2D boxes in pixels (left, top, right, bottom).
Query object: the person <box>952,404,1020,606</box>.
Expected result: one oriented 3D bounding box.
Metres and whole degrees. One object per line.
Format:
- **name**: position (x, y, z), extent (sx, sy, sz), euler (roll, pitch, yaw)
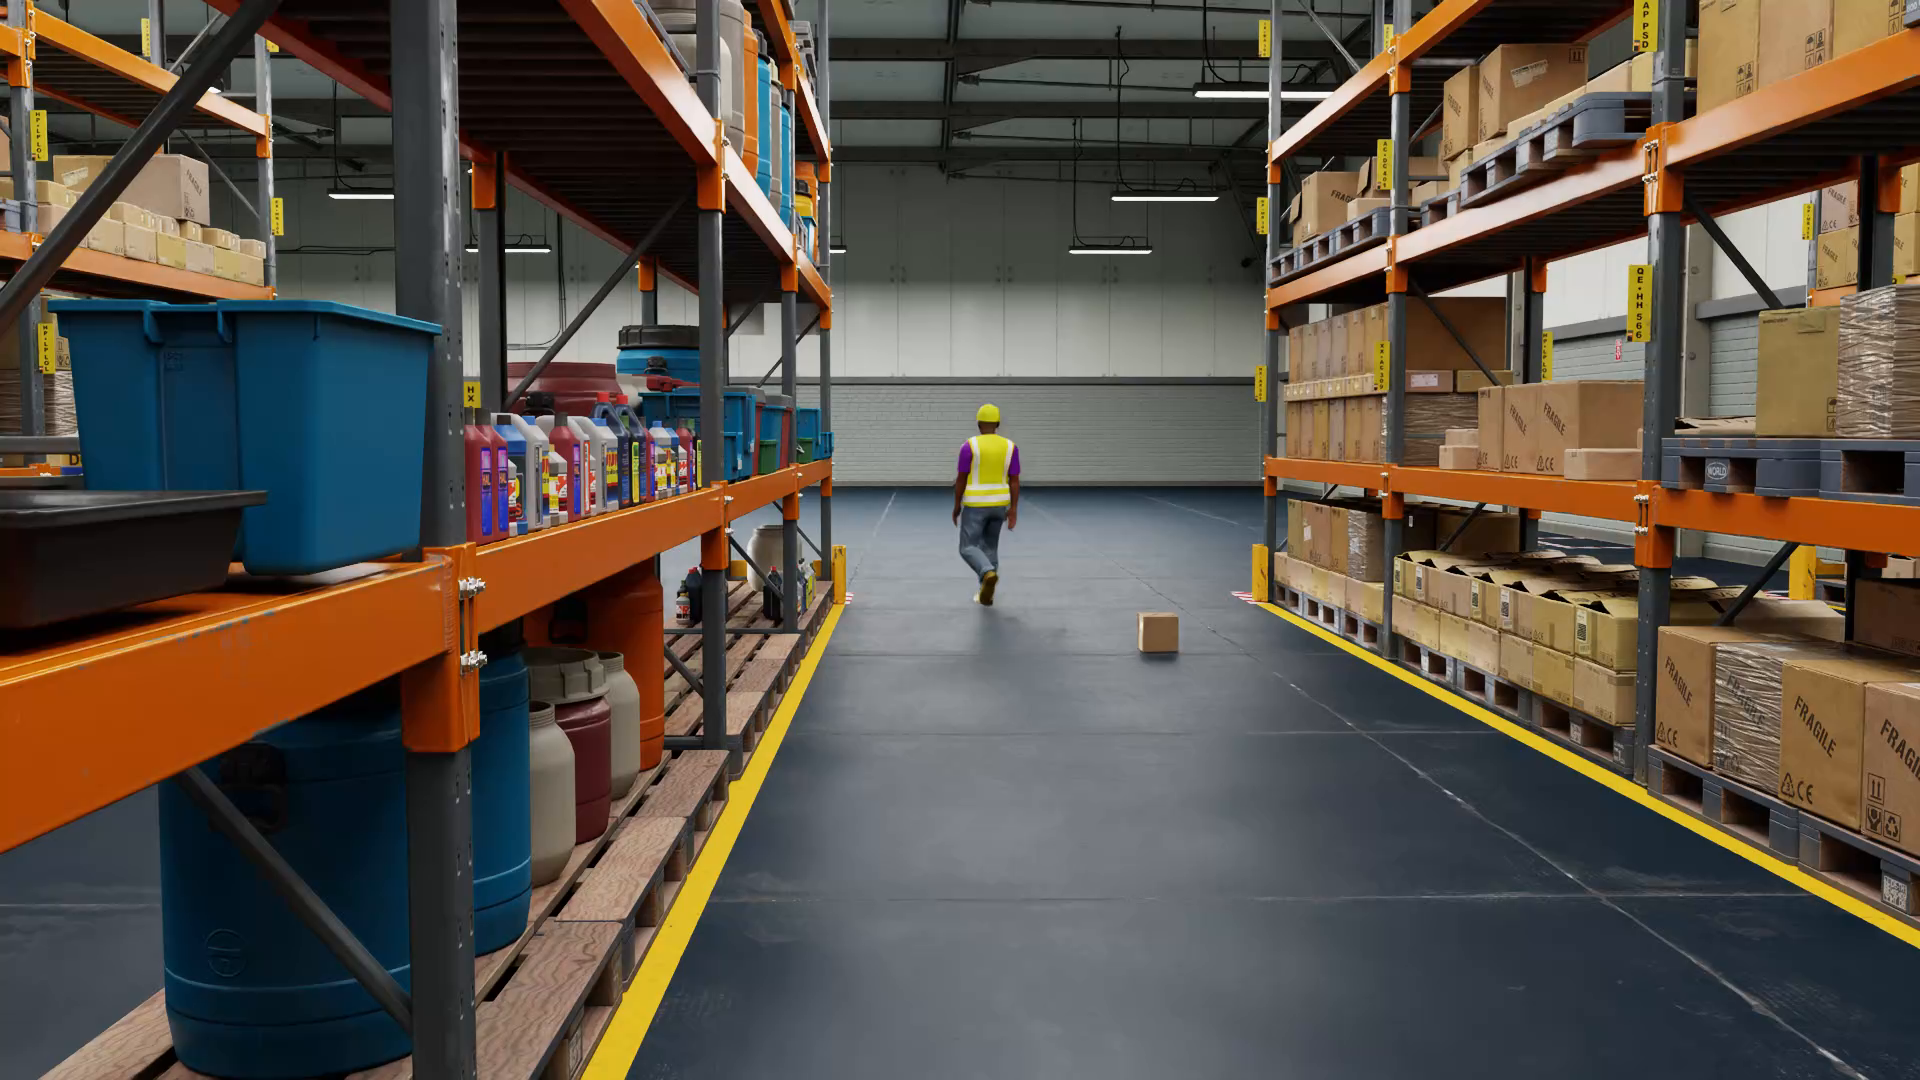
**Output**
- **person**: position (0.230, -0.295, 14.339), extent (0.575, 1.749, 0.759), euler (-2, 4, -22)
